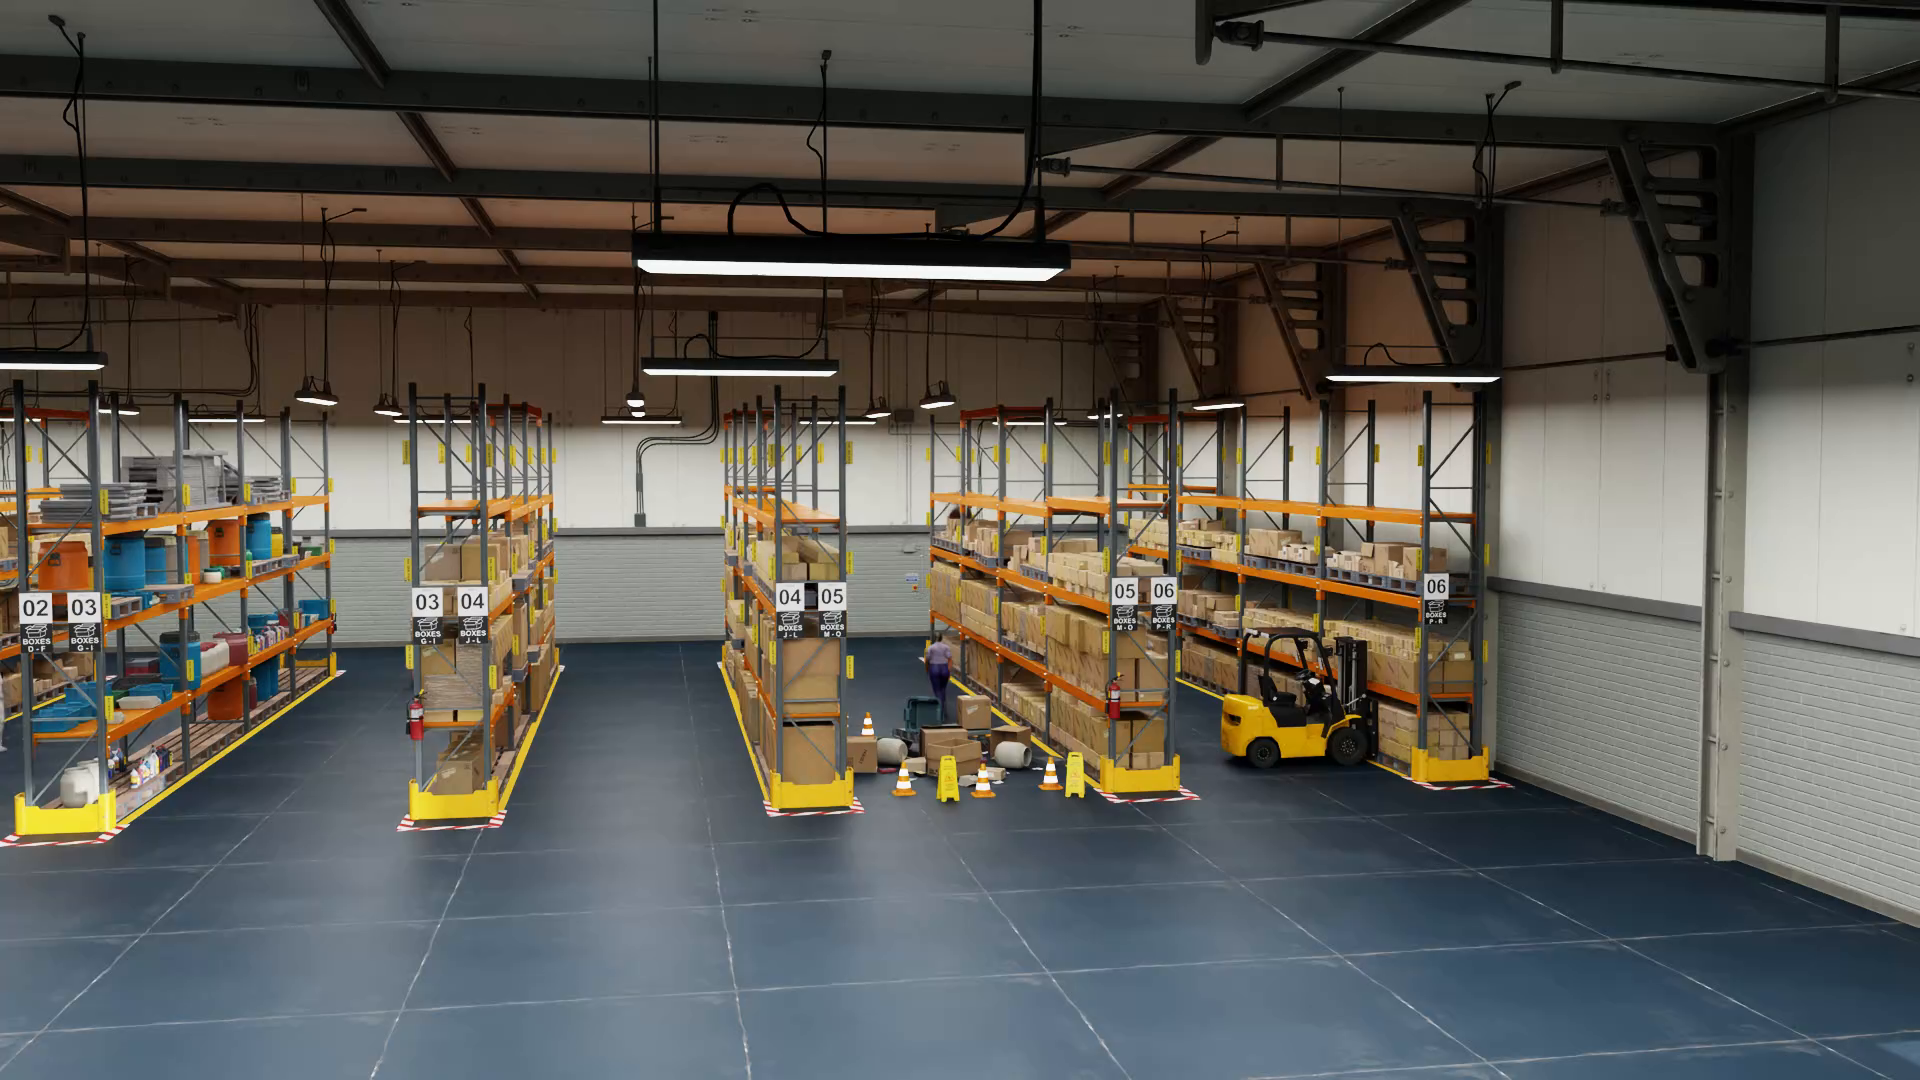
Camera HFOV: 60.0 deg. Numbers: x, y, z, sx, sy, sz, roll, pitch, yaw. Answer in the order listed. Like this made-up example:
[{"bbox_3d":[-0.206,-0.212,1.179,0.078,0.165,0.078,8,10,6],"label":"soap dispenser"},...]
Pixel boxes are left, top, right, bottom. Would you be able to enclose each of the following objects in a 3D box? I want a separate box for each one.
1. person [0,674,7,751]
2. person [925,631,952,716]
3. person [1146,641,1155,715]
[{"bbox_3d":[-16.455,2.709,28.200,0.625,1.753,0.608,1,3,18],"label":"person"},{"bbox_3d":[-0.434,2.565,31.862,0.475,1.661,0.744,-1,3,-22],"label":"person"},{"bbox_3d":[3.366,2.645,29.899,0.477,1.667,0.442,0,3,-6],"label":"person"}]
